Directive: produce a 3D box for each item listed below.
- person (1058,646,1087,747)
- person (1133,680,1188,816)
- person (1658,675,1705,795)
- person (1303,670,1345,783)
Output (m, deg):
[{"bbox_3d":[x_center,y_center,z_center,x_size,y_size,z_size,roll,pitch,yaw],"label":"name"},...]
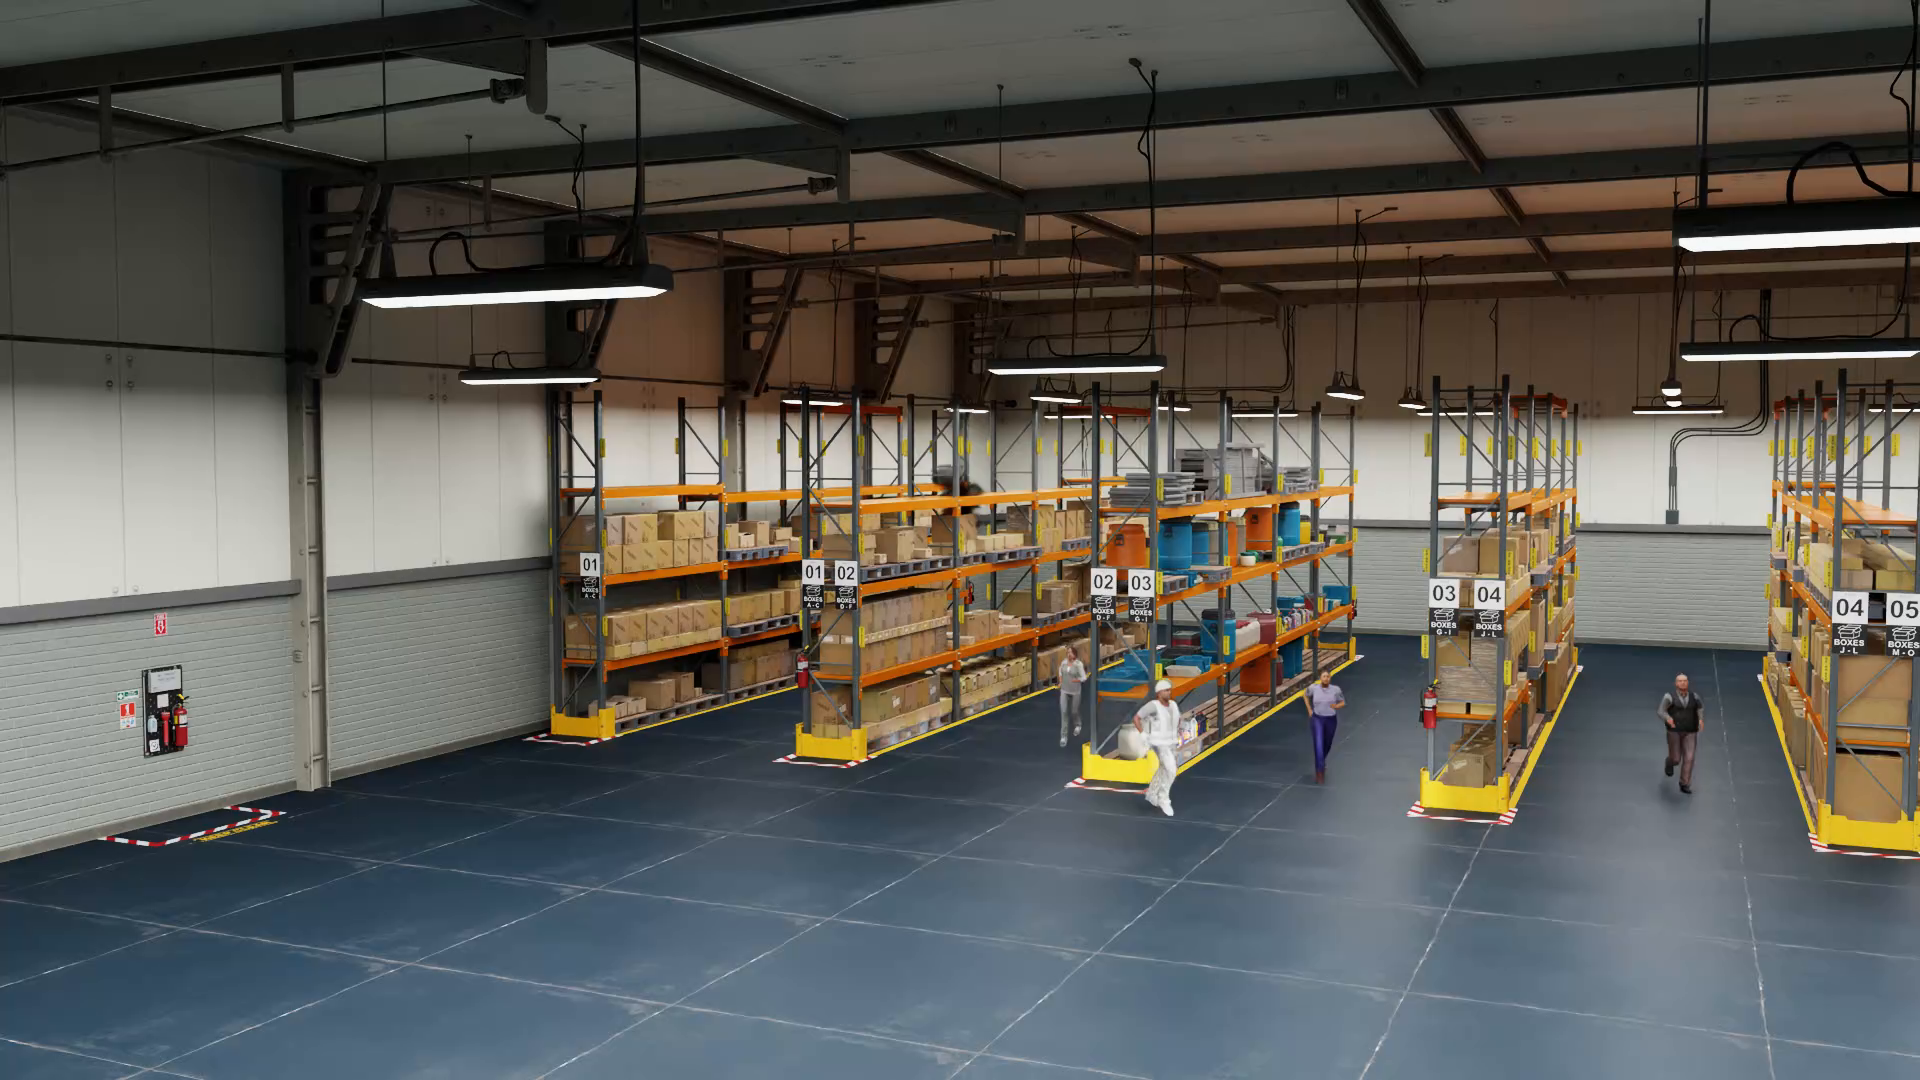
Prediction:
[{"bbox_3d":[1.845,2.557,27.552,0.539,1.610,0.871,1,3,18],"label":"person"},{"bbox_3d":[2.809,2.850,22.874,0.658,1.839,0.763,-3,4,-45],"label":"person"},{"bbox_3d":[10.576,2.820,24.332,0.677,1.691,0.896,1,3,11],"label":"person"},{"bbox_3d":[5.539,2.808,25.268,0.575,1.705,0.867,0,3,-1],"label":"person"}]
